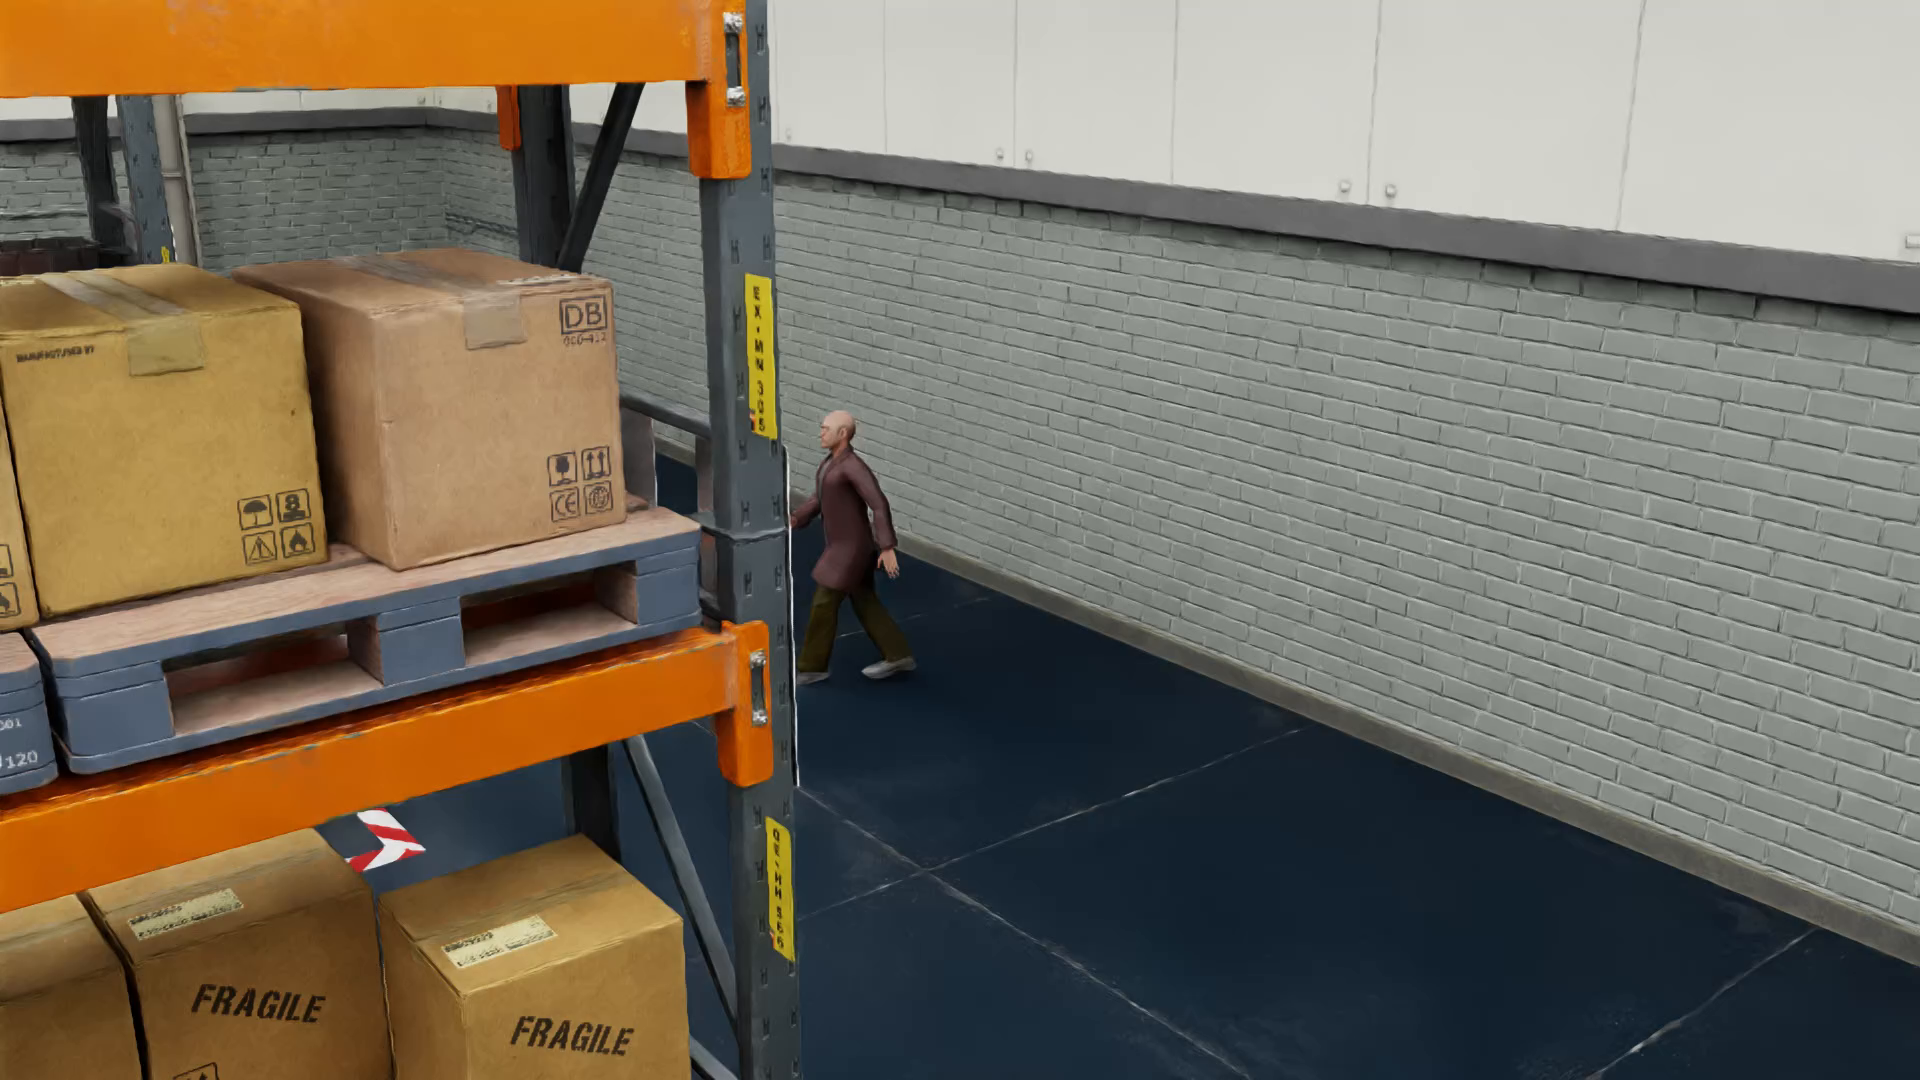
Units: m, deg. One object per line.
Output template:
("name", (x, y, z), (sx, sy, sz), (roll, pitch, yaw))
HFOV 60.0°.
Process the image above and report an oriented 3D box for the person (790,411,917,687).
("person", (-0.721, 0.104, 10.417), (0.905, 1.805, 0.749), (-3, 18, -10))
